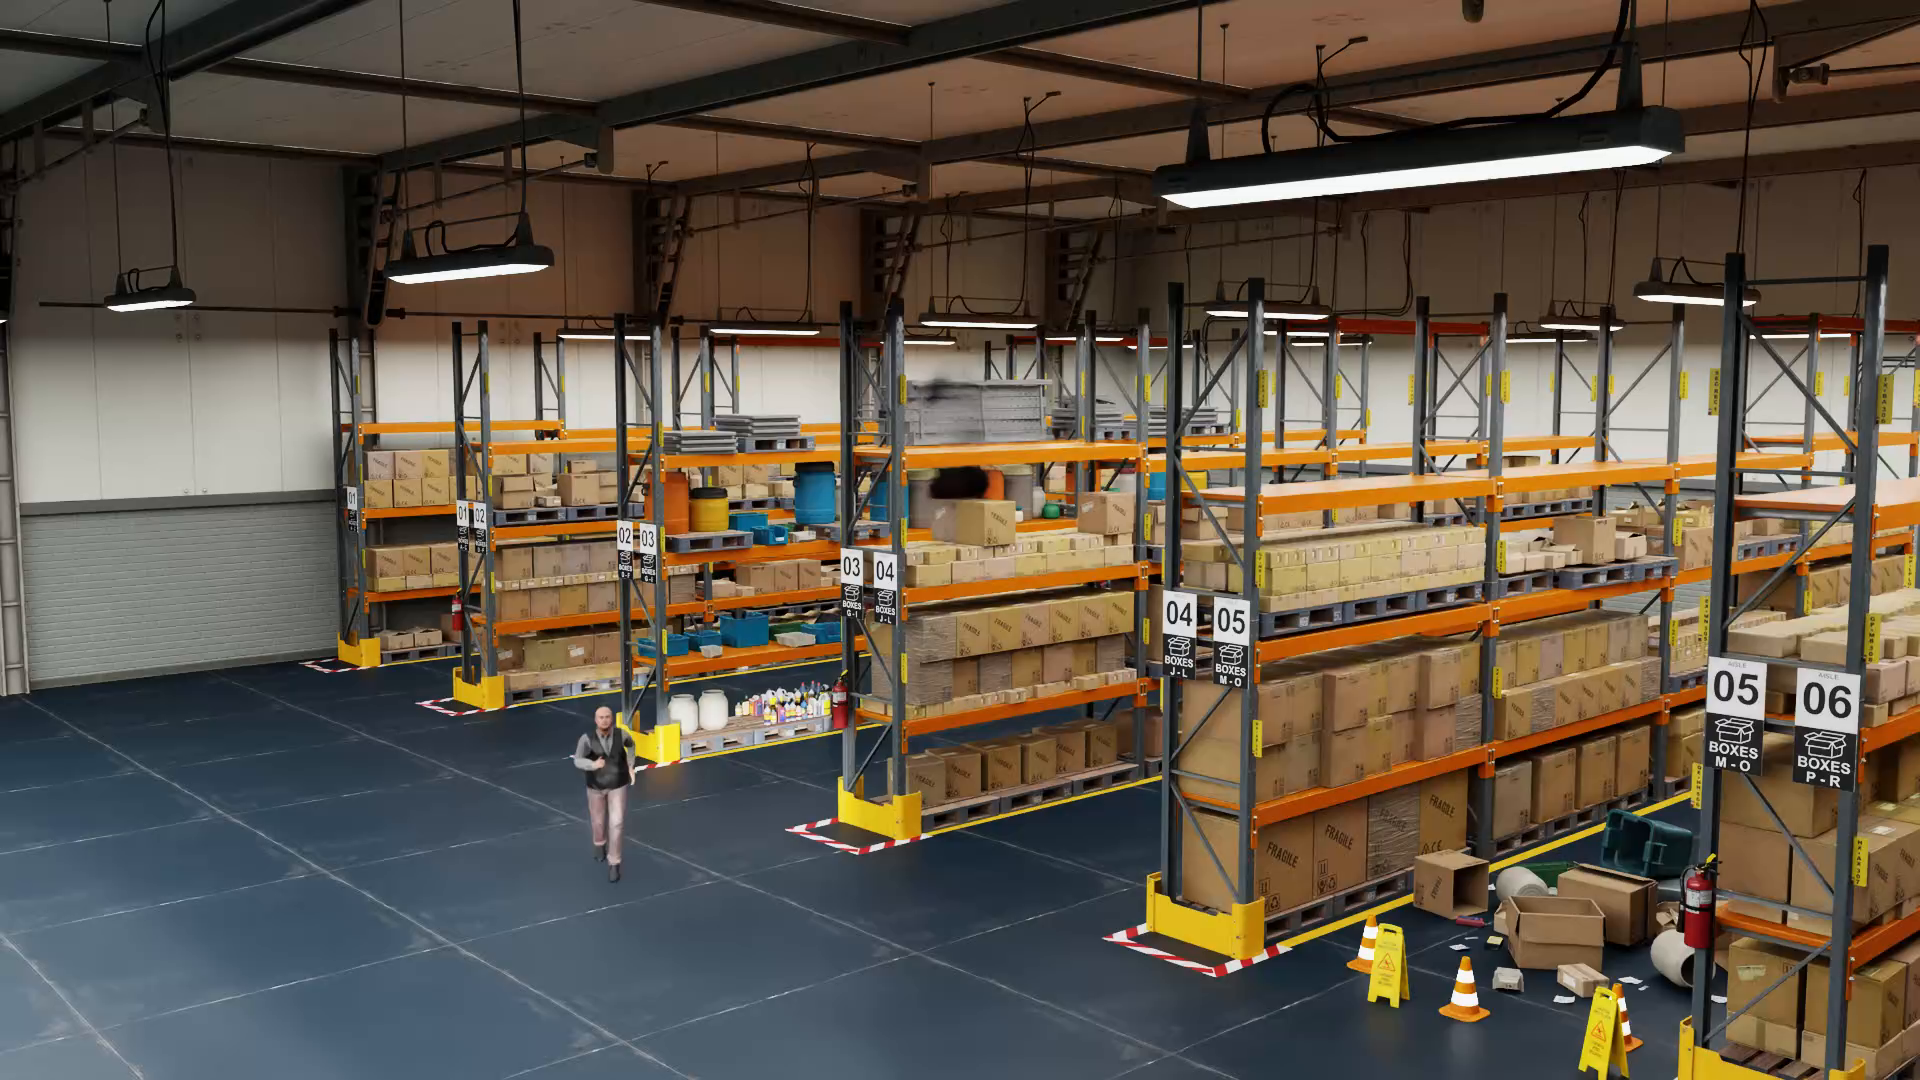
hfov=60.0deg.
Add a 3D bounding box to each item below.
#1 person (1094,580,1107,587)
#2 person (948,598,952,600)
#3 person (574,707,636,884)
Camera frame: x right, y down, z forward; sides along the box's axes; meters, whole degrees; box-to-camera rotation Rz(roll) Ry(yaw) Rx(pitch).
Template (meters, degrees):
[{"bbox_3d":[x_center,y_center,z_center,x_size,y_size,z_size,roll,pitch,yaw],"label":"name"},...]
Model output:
[{"bbox_3d":[2.508,1.250,31.342,0.672,1.735,0.814,5,7,41],"label":"person"},{"bbox_3d":[0.138,1.574,28.536,1.003,1.625,0.602,-4,7,-37],"label":"person"},{"bbox_3d":[-3.677,2.585,17.261,0.635,1.753,0.907,-1,6,-13],"label":"person"}]
